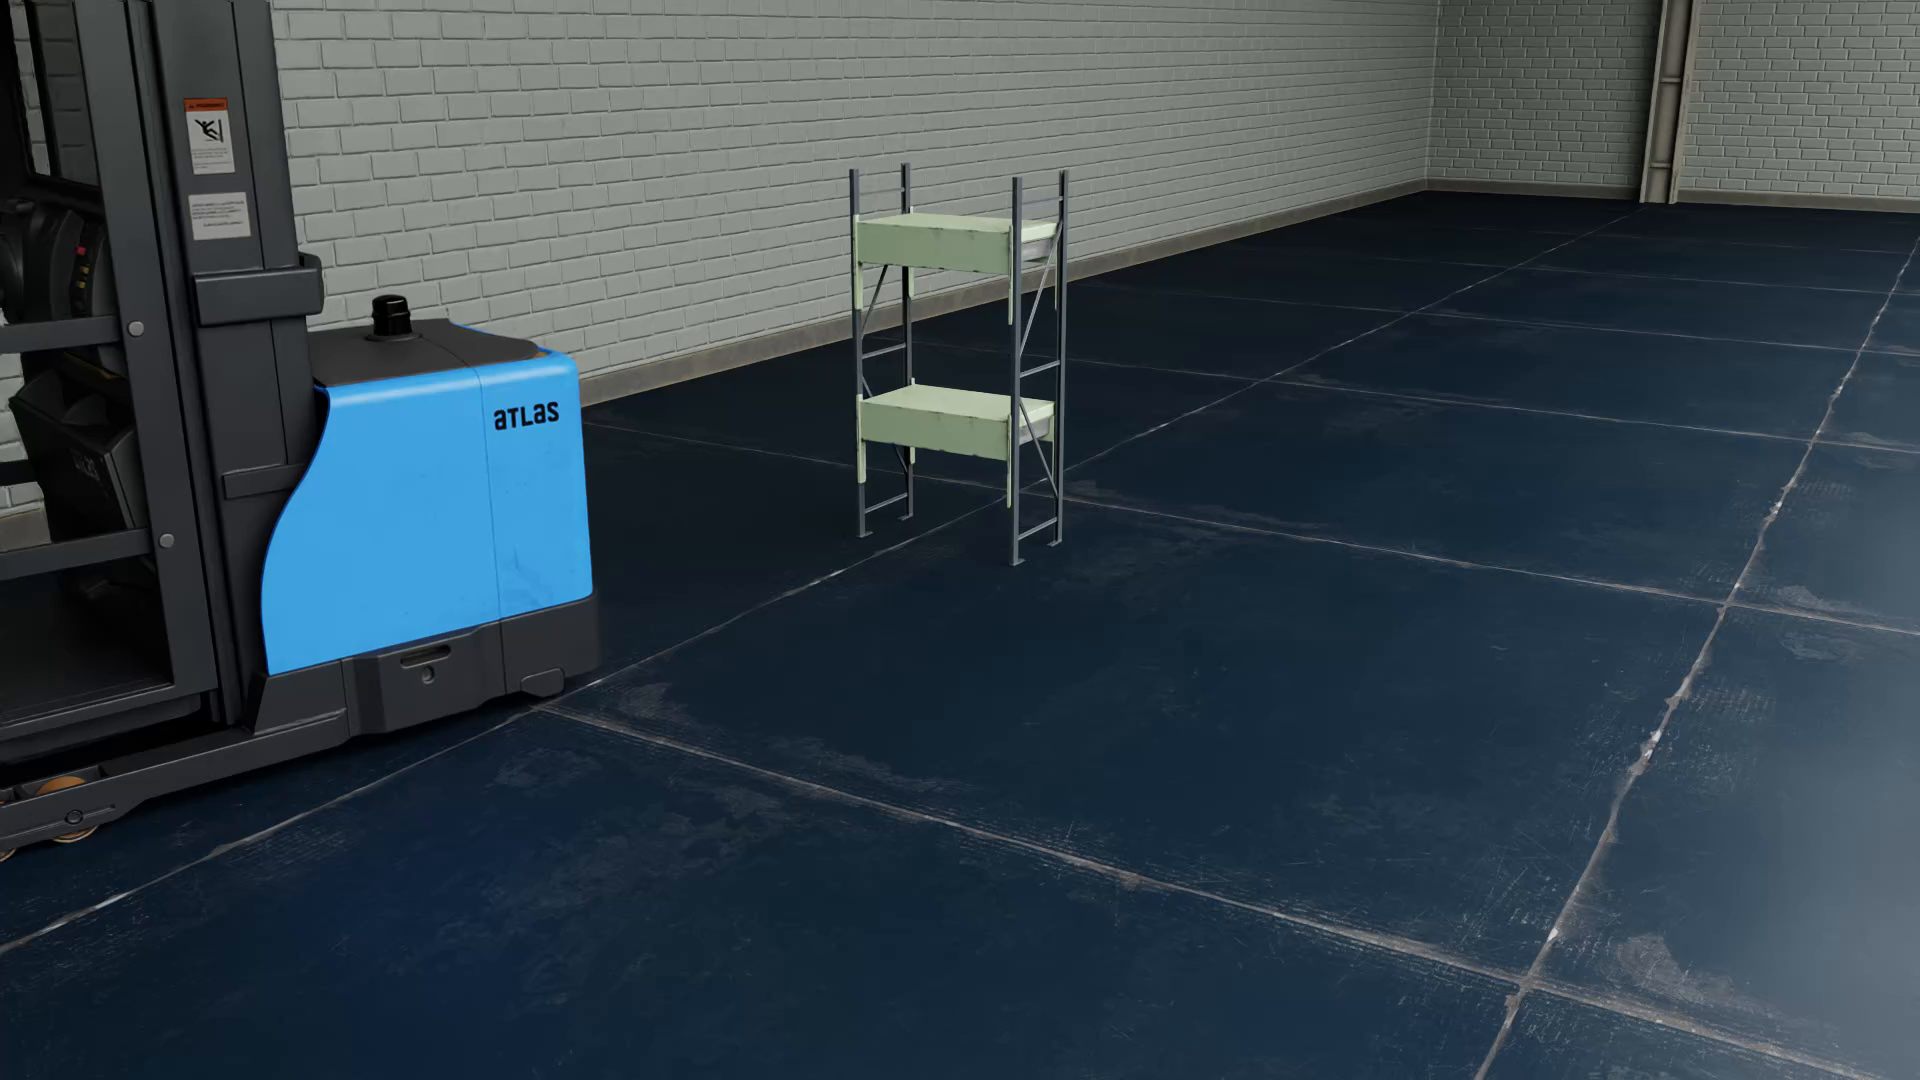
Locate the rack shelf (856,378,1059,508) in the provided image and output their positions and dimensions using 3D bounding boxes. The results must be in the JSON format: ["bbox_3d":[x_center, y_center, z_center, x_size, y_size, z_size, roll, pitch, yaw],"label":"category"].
[{"bbox_3d":[-0.006,-0.407,6.761,0.720,0.370,0.431,10,20,30],"label":"rack shelf"}]

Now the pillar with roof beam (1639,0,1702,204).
[{"bbox_3d":[6.479,-7.469,15.986,0.400,9.000,9.100,10,20,30],"label":"pillar with roof beam"}]

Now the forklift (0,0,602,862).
[{"bbox_3d":[-2.581,-0.753,4.317,3.031,2.935,1.130,-15,22,-40],"label":"forklift"}]

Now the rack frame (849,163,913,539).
[{"bbox_3d":[-0.318,-0.774,6.850,0.023,1.500,0.400,10,20,30],"label":"rack frame"}]

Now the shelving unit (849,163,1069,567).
[{"bbox_3d":[-0.006,-0.719,6.667,0.755,1.500,0.431,10,20,30],"label":"shelving unit"}]

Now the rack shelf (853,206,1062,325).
[{"bbox_3d":[-0.006,-1.092,6.553,0.720,0.370,0.431,10,20,30],"label":"rack shelf"}]

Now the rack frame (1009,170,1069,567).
[{"bbox_3d":[0.306,-0.663,6.483,0.023,1.500,0.400,10,20,30],"label":"rack frame"}]
